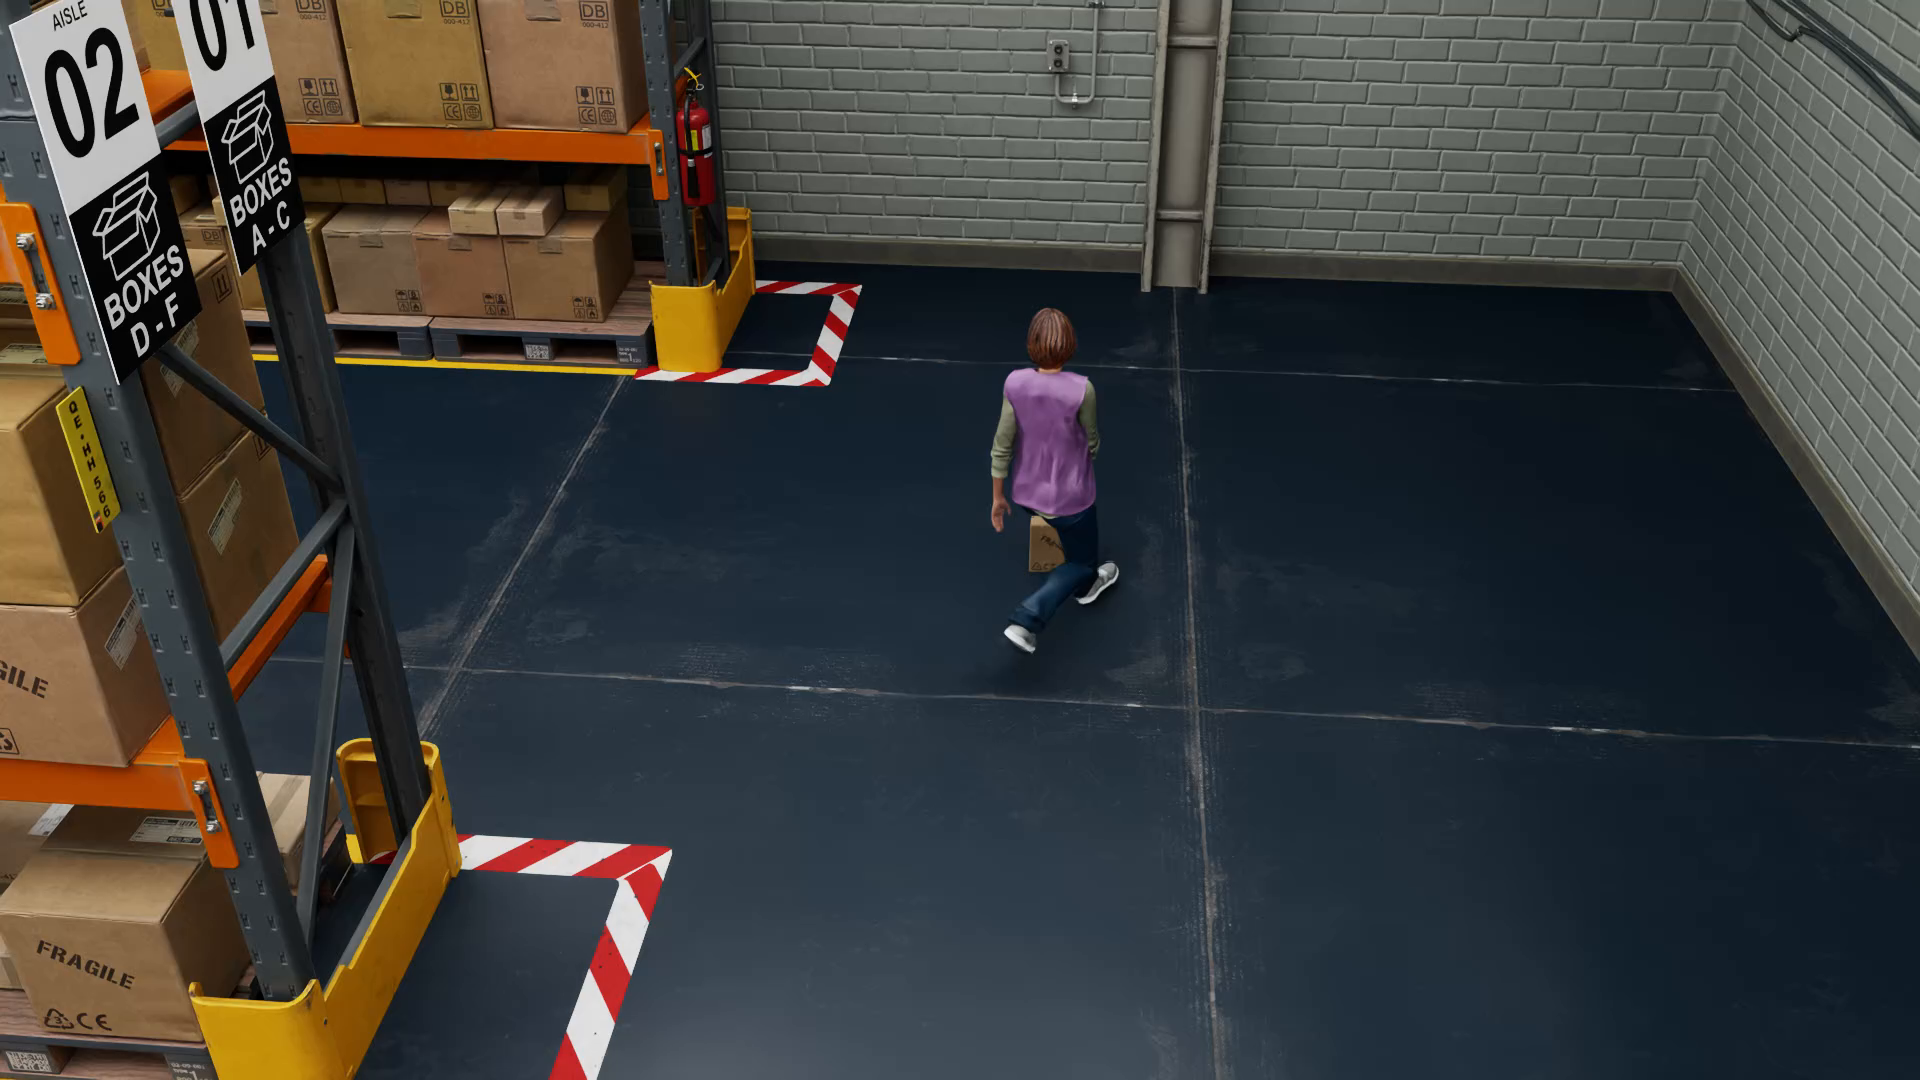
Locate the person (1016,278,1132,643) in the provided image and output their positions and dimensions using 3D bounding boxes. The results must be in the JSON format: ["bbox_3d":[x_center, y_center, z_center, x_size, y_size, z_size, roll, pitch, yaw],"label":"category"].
[{"bbox_3d":[0.458,-0.315,6.681,0.469,1.542,0.650,13,35,20],"label":"person"}]
